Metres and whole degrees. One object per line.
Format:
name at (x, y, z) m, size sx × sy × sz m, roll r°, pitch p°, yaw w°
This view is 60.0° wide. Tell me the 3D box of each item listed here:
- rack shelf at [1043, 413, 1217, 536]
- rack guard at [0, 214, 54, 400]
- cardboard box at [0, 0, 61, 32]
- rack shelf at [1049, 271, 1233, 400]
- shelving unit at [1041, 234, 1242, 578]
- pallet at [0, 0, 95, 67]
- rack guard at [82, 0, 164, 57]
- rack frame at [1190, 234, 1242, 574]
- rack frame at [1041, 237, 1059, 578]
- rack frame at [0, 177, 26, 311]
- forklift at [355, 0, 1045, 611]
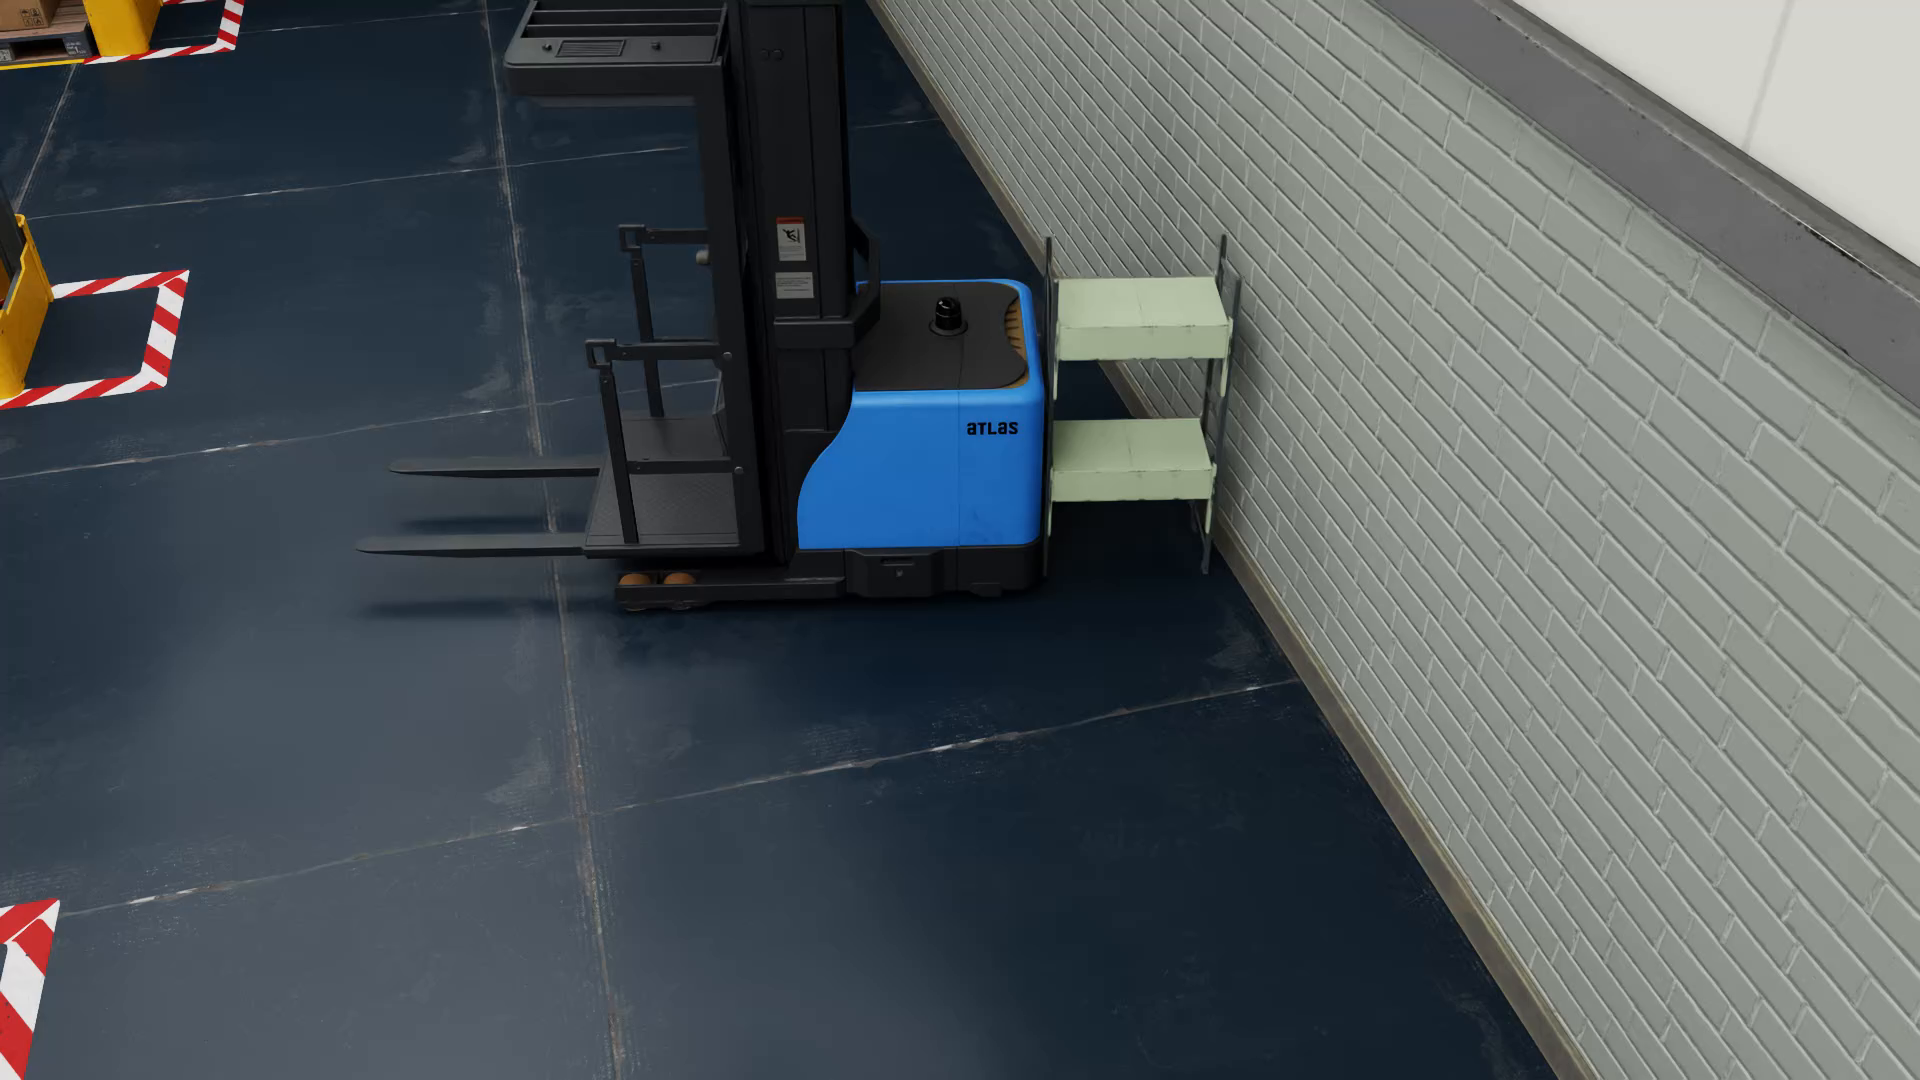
rack shelf at (0.741, -0.295, 7.437) m, size 0.720 × 0.370 × 0.431 m, roll -1°, pitch 37°, yaw -2°
rack guard at (-5.249, -1.265, 8.993) m, size 0.348 × 0.500 × 1.175 m, roll -9°, pitch 38°, yaw -12°
cardboard box at (-7.120, -4.180, 12.457) m, size 0.500 × 0.500 × 0.700 m, roll -9°, pitch 38°, yaw -12°
rack shelf at (0.742, -0.865, 7.003) m, size 0.720 × 0.370 × 0.431 m, roll -1°, pitch 37°, yaw -2°
shelving unit at (0.742, -0.554, 7.239) m, size 0.755 × 1.500 × 0.431 m, roll -1°, pitch 37°, yaw -2°
pallet at (-7.222, -3.895, 12.668) m, size 1.213 × 0.211 × 1.003 m, roll -9°, pitch 38°, yaw -12°
rack guard at (-6.447, -4.186, 12.811) m, size 0.348 × 0.500 × 1.175 m, roll -9°, pitch 38°, yaw -12°
rack frame at (1.108, -0.561, 7.249) m, size 0.023 × 1.500 × 0.400 m, roll -1°, pitch 37°, yaw -2°
rack frame at (0.376, -0.547, 7.229) m, size 0.023 × 1.500 × 0.400 m, roll -1°, pitch 37°, yaw -2°
rack frame at (-5.176, -2.270, 8.249) m, size 0.127 × 3.000 × 1.000 m, roll -9°, pitch 38°, yaw -12°
forklift at (-1.165, -1.179, 6.878) m, size 3.031 × 2.935 × 1.130 m, roll -1°, pitch 37°, yaw -1°
